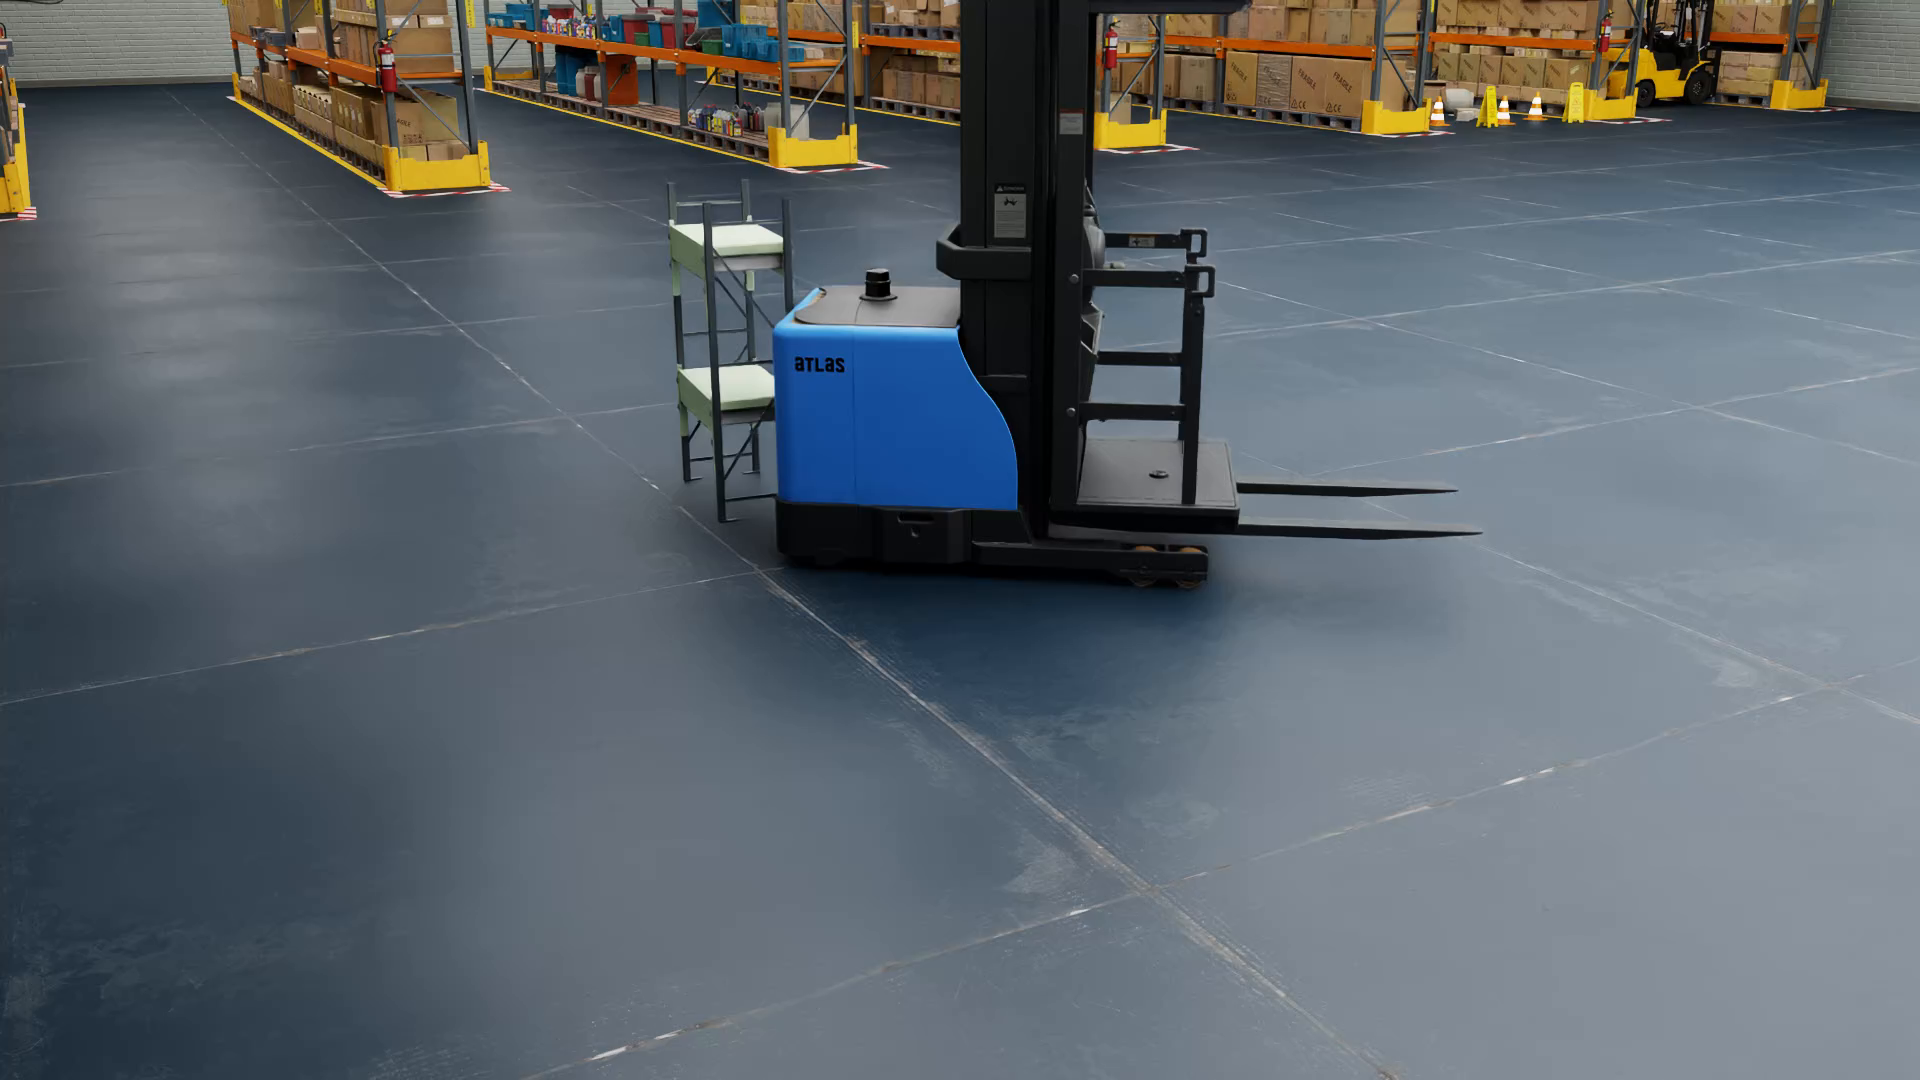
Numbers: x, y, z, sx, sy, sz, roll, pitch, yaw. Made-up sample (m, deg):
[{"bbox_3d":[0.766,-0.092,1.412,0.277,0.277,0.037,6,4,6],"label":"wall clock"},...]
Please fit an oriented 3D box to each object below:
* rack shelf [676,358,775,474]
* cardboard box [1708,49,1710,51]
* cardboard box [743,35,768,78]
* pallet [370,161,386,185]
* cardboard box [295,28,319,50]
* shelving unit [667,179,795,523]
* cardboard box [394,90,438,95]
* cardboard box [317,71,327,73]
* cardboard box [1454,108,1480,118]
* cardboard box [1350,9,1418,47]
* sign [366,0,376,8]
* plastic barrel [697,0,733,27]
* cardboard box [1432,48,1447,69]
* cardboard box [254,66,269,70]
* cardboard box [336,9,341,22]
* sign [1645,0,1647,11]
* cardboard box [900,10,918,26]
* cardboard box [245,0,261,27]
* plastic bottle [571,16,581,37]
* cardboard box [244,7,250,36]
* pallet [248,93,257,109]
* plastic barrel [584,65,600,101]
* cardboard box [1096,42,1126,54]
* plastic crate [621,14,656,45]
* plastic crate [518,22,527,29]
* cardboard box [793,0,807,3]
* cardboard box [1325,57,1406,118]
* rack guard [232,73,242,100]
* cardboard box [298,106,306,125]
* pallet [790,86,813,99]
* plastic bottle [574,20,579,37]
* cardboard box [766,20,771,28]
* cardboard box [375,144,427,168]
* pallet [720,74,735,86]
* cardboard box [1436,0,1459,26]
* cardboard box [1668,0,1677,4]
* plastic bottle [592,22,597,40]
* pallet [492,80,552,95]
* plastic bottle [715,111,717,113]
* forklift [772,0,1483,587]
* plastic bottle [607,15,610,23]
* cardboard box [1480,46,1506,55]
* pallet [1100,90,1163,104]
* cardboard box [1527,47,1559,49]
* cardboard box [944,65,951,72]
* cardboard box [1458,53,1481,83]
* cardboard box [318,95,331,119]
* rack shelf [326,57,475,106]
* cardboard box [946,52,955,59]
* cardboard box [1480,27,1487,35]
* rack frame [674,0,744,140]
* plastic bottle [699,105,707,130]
[{"bbox_3d":[-1.091,-0.618,8.123,0.431,0.370,0.720,-7,20,-20],"label":"rack shelf"},{"bbox_3d":[14.355,-9.371,32.228,0.500,0.250,0.500,-10,22,-28],"label":"cardboard box"},{"bbox_3d":[-4.301,-10.530,36.162,0.875,0.875,0.875,-10,21,-27],"label":"cardboard box"},{"bbox_3d":[-6.629,-4.537,20.455,1.003,0.211,1.213,-10,21,-27],"label":"pallet"},{"bbox_3d":[-9.774,-7.609,25.221,0.500,0.311,0.500,-10,22,-27],"label":"cardboard box"},{"bbox_3d":[-1.091,-0.926,8.017,0.431,1.500,0.755,-7,20,-20],"label":"shelving unit"},{"bbox_3d":[-6.998,-5.514,21.435,0.500,0.500,0.500,-10,21,-27],"label":"cardboard box"},{"bbox_3d":[-11.441,-8.016,29.420,0.500,0.500,0.500,-10,21,-27],"label":"cardboard box"},{"bbox_3d":[8.812,-7.426,28.923,0.380,0.149,0.250,1,19,2],"label":"cardboard box"},{"bbox_3d":[6.688,-8.085,26.233,0.875,0.550,0.550,-10,21,-27],"label":"cardboard box"},{"bbox_3d":[-6.714,-6.221,18.923,0.100,0.325,0.005,-10,21,-27],"label":"sign"},{"bbox_3d":[-3.685,-7.951,25.306,0.600,0.901,0.708,-10,21,-27],"label":"plastic barrel"},{"bbox_3d":[11.161,-11.027,38.177,0.500,0.500,0.500,-10,22,-27],"label":"cardboard box"},{"bbox_3d":[-12.824,-8.653,31.262,0.797,0.503,0.637,-10,21,-27],"label":"cardboard box"},{"bbox_3d":[-8.052,-6.965,22.069,0.380,0.149,0.250,-10,21,-26],"label":"cardboard box"},{"bbox_3d":[11.689,-9.203,28.377,0.100,0.325,0.005,-10,21,-27],"label":"sign"},{"bbox_3d":[-0.715,-9.082,28.940,0.500,0.250,0.500,-11,22,-28],"label":"cardboard box"},{"bbox_3d":[-11.900,-9.162,28.786,0.500,0.500,0.700,16,25,39],"label":"cardboard box"},{"bbox_3d":[-6.816,-9.111,29.513,0.144,0.351,0.185,-10,21,-27],"label":"plastic bottle"},{"bbox_3d":[-12.637,-9.385,30.078,0.500,0.500,0.500,-9,21,-25],"label":"cardboard box"},{"bbox_3d":[-12.836,-8.316,31.409,1.003,0.211,1.213,-10,21,-27],"label":"pallet"},{"bbox_3d":[-6.451,-8.225,29.922,0.600,0.588,0.708,-10,21,-27],"label":"plastic barrel"},{"bbox_3d":[2.174,-7.106,24.012,0.380,0.149,0.250,-10,21,-27],"label":"cardboard box"},{"bbox_3d":[-5.169,-8.223,26.766,0.402,0.464,0.583,-10,21,-27],"label":"plastic crate"},{"bbox_3d":[-8.335,-10.031,32.432,0.437,0.125,0.590,-10,21,-27],"label":"plastic crate"},{"bbox_3d":[-2.897,-10.959,33.102,0.797,0.503,0.637,-11,22,-28],"label":"cardboard box"},{"bbox_3d":[6.523,-7.293,26.781,0.875,0.875,0.875,-10,21,-26],"label":"cardboard box"},{"bbox_3d":[-13.791,-9.031,33.038,1.175,0.500,0.348,-10,21,-27],"label":"rack guard"},{"bbox_3d":[-9.799,-6.497,25.433,0.500,0.250,0.500,-11,22,-28],"label":"cardboard box"},{"bbox_3d":[-2.775,-9.092,33.656,1.003,0.211,1.213,-10,21,-27],"label":"pallet"},{"bbox_3d":[-6.778,-9.027,29.373,0.061,0.283,0.133,-10,21,-27],"label":"plastic bottle"},{"bbox_3d":[-3.764,-10.612,34.171,0.380,0.149,0.250,-10,21,-26],"label":"cardboard box"},{"bbox_3d":[-6.744,-4.649,20.076,0.500,0.250,0.500,-10,21,-27],"label":"cardboard box"},{"bbox_3d":[-4.659,-10.232,36.962,1.003,0.211,1.213,-10,21,-27],"label":"pallet"},{"bbox_3d":[9.276,-9.877,31.046,0.500,0.500,0.500,-10,21,-27],"label":"cardboard box"},{"bbox_3d":[14.047,-10.547,32.452,0.380,0.149,0.250,-10,22,-27],"label":"cardboard box"},{"bbox_3d":[-6.235,-8.699,28.422,0.061,0.283,0.133,-10,21,-27],"label":"plastic bottle"},{"bbox_3d":[-9.109,-9.440,34.665,1.003,0.211,1.213,-10,21,-27],"label":"pallet"},{"bbox_3d":[-3.575,-6.155,24.380,0.097,0.271,0.097,0,19,0],"label":"plastic bottle"},{"bbox_3d":[0.748,-1.368,7.102,3.031,2.935,1.130,2,19,6],"label":"forklift"},{"bbox_3d":[-6.319,-9.300,30.060,0.144,0.351,0.185,-10,21,-27],"label":"plastic bottle"},{"bbox_3d":[9.738,-8.938,30.362,0.380,0.149,0.250,-9,21,-24],"label":"cardboard box"},{"bbox_3d":[3.413,-8.655,32.389,1.003,0.211,1.213,-10,21,-27],"label":"pallet"},{"bbox_3d":[12.701,-10.292,35.855,0.875,0.625,0.625,-11,22,-29],"label":"cardboard box"},{"bbox_3d":[-0.135,-10.792,38.034,0.380,0.149,0.250,-11,22,-29],"label":"cardboard box"},{"bbox_3d":[9.620,-8.748,30.808,0.500,0.500,0.500,-9,21,-24],"label":"cardboard box"},{"bbox_3d":[-8.826,-6.174,23.637,0.500,0.311,0.500,-9,21,-25],"label":"cardboard box"},{"bbox_3d":[-7.179,-5.876,21.164,1.077,0.370,4.000,-10,21,-27],"label":"rack shelf"},{"bbox_3d":[-0.102,-11.062,37.905,0.380,0.149,0.250,-10,21,-26],"label":"cardboard box"},{"bbox_3d":[9.739,-9.315,30.414,0.380,0.149,0.250,-10,21,-27],"label":"cardboard box"},{"bbox_3d":[-3.768,-7.556,24.931,1.000,3.000,0.127,-10,21,-27],"label":"rack frame"},{"bbox_3d":[-3.750,-6.216,24.433,0.144,0.351,0.185,-9,21,-25],"label":"plastic bottle"}]
